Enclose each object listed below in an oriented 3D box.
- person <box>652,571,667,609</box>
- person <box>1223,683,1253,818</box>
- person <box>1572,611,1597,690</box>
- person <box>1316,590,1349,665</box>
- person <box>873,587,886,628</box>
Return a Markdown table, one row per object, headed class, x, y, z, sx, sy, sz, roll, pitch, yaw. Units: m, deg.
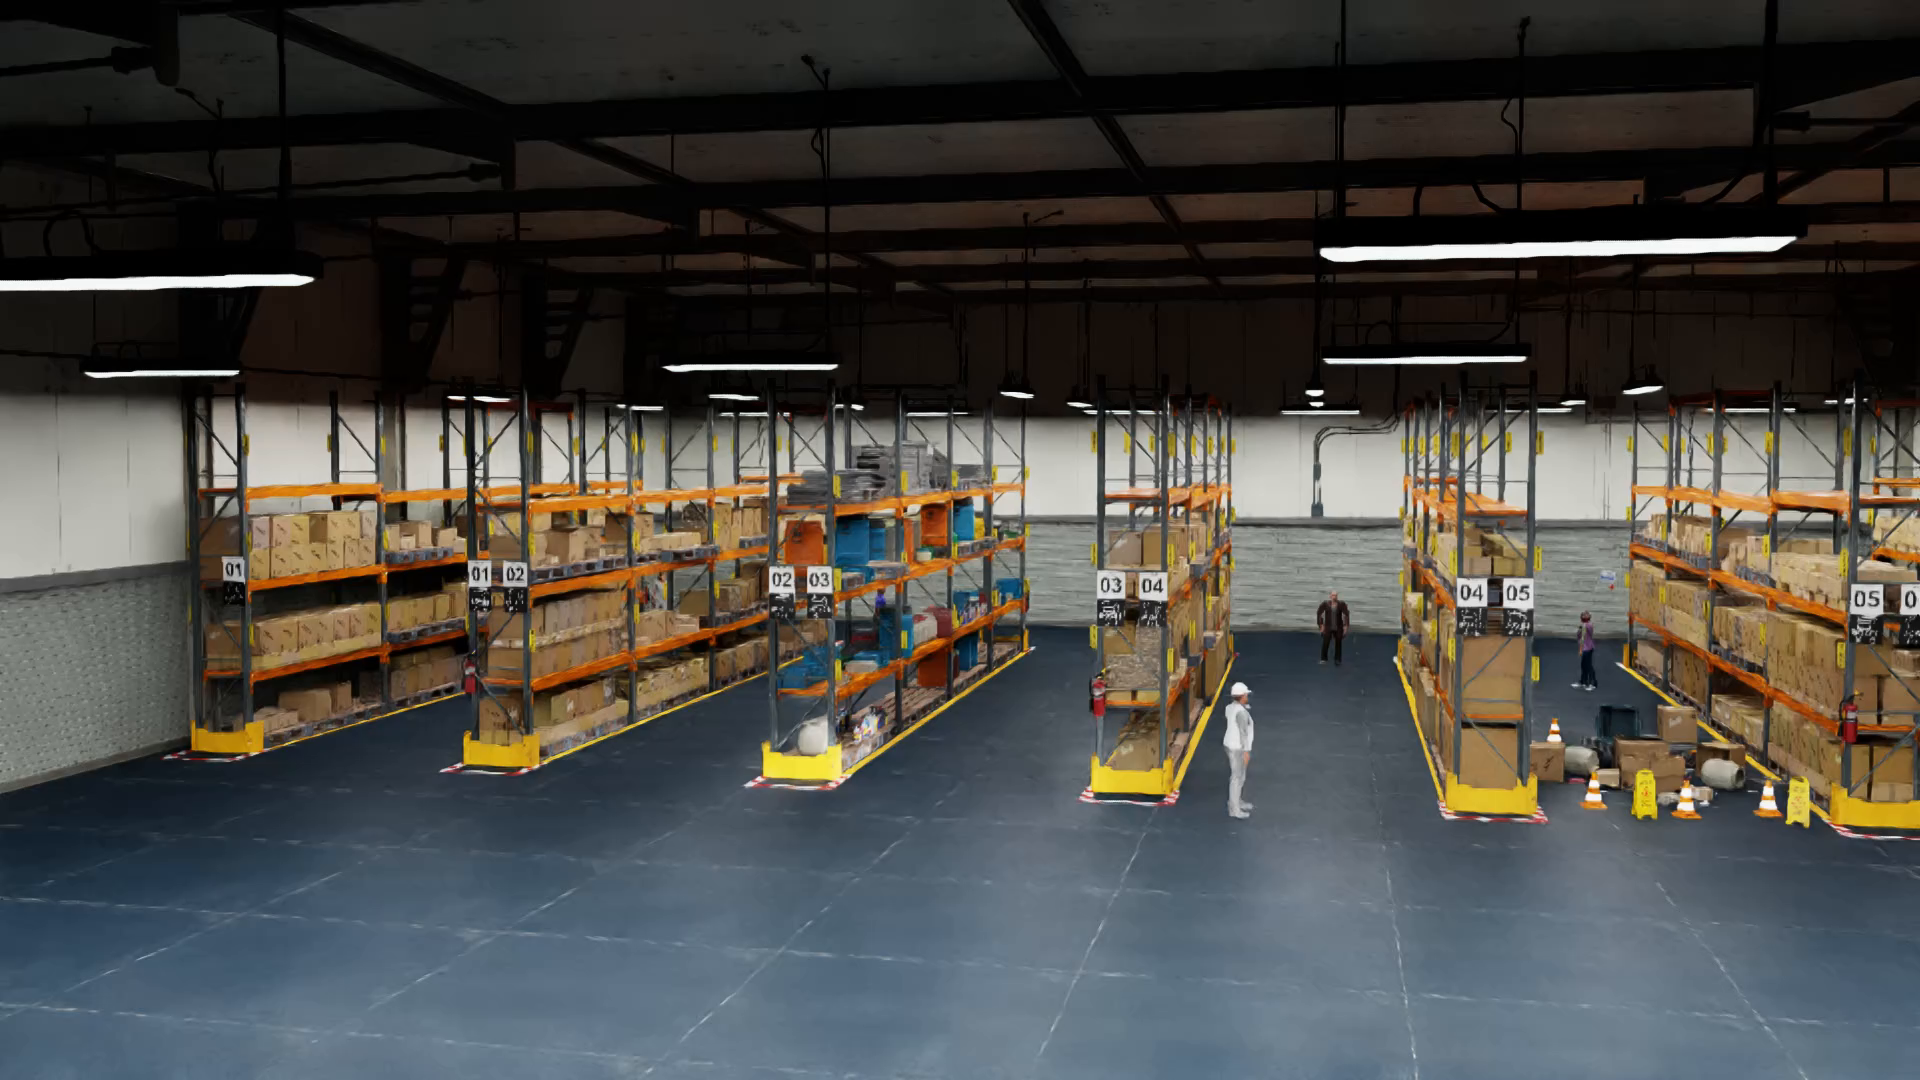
| class | x | y | z | sx | sy | sz | roll | pitch | yaw |
| --- | --- | --- | --- | --- | --- | --- | --- | --- | --- |
| person | -8.003 | 1.640 | 44.358 | 0.513 | 1.664 | 0.512 | -2 | 4 | -25 |
| person | 3.808 | 2.812 | 22.470 | 0.463 | 1.782 | 0.598 | -1 | 3 | -9 |
| person | 12.793 | 2.246 | 34.041 | 0.538 | 1.587 | 0.541 | 2 | 4 | 33 |
| person | 8.456 | 1.985 | 37.722 | 0.729 | 1.733 | 0.546 | 1 | 3 | 11 |
| person | -1.941 | 1.883 | 40.144 | 0.489 | 1.641 | 0.651 | 0 | 3 | 7 |
